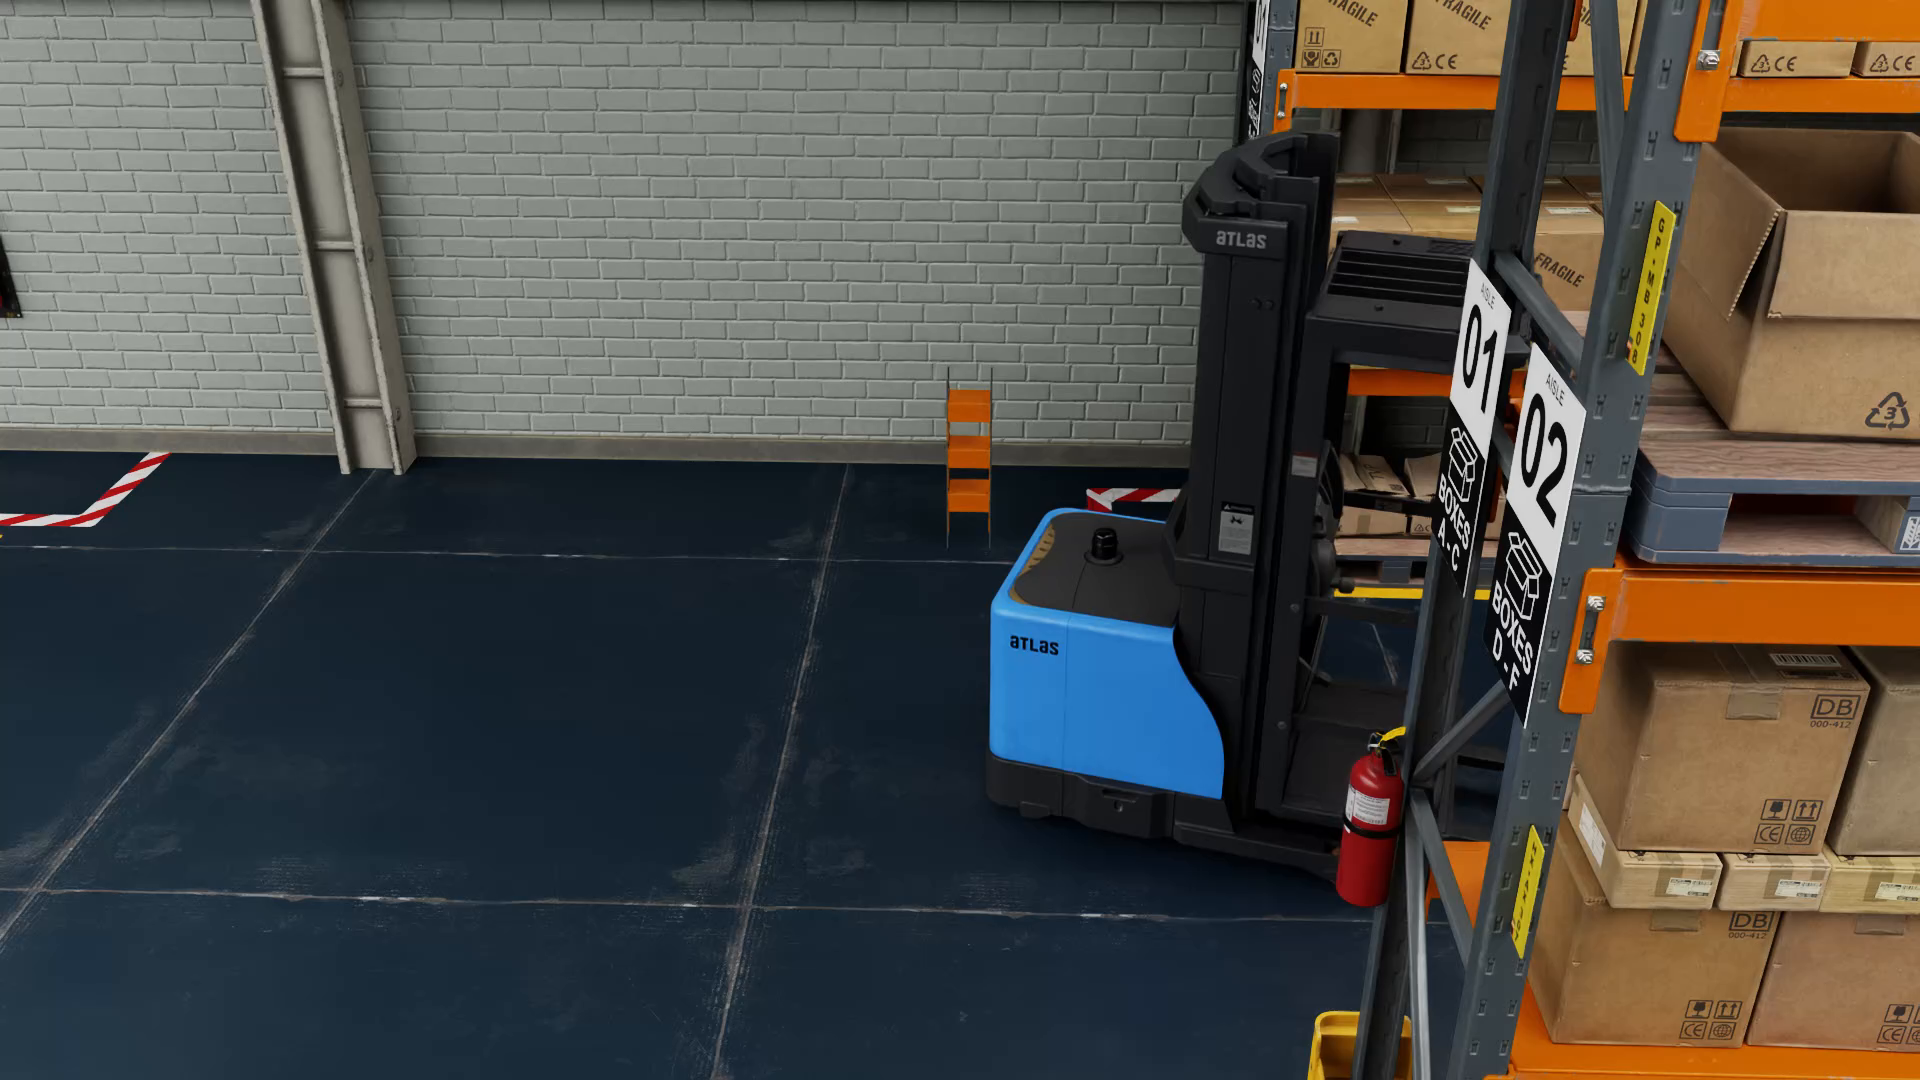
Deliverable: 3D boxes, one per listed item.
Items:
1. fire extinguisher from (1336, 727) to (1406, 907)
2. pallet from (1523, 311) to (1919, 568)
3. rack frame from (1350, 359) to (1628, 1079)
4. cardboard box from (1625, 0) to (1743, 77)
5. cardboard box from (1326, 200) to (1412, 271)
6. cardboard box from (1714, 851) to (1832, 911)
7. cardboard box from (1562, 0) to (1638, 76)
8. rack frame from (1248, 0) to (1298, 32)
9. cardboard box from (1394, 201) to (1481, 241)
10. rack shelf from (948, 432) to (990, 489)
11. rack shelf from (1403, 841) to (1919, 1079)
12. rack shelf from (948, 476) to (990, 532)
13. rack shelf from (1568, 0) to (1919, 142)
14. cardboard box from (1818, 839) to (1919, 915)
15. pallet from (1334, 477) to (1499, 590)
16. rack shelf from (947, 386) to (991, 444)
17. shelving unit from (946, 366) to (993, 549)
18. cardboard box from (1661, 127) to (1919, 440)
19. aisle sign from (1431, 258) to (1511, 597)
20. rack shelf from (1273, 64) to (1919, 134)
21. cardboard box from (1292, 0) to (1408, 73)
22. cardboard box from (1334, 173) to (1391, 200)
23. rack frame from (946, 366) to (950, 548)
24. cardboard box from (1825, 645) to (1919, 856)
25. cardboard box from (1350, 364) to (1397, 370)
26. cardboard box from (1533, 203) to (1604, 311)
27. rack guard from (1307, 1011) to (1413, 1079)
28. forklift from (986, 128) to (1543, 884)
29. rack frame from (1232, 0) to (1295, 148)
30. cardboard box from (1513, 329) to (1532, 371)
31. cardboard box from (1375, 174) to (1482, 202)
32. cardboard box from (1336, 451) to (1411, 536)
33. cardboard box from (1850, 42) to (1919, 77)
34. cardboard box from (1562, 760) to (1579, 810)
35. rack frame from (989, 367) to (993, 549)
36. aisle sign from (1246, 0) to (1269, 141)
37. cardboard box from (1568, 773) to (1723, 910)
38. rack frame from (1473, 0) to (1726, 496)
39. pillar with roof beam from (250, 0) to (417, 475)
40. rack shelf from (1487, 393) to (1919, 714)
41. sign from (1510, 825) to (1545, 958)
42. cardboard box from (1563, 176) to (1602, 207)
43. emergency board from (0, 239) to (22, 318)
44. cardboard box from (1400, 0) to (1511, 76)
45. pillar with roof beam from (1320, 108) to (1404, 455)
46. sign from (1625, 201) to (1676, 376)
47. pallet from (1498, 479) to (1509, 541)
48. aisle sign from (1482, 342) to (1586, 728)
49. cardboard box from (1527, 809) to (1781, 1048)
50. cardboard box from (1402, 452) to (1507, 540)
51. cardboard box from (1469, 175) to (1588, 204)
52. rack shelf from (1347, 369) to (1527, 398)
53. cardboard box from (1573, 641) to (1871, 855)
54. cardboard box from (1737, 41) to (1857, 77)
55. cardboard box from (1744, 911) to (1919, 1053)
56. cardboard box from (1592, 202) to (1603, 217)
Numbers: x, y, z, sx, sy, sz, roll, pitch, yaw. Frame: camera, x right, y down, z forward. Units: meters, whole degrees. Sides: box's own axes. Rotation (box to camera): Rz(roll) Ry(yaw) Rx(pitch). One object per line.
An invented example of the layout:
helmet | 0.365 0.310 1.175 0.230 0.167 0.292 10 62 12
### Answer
fire extinguisher | 1.272 0.811 5.099 0.183 0.674 0.296 1 28 2
pallet | 2.080 -0.266 3.941 1.213 0.211 1.003 1 28 2
rack frame | 1.374 0.997 4.667 0.127 3.000 1.000 1 28 2
cardboard box | 3.461 -2.547 8.021 0.500 0.500 0.500 3 28 5
cardboard box | 2.012 -1.448 8.616 0.500 0.500 0.500 1 28 2
cardboard box | 2.023 0.776 4.284 0.250 0.149 0.380 0 28 0
cardboard box | 2.925 -2.546 8.019 0.500 0.500 0.500 2 28 4
rack frame | 1.545 -3.973 7.636 0.127 3.000 1.000 1 28 2
cardboard box | 2.505 -1.435 8.592 0.500 0.500 0.500 1 28 2
rack shelf | 0.053 -0.454 9.507 0.240 0.259 0.215 1 28 2
rack shelf | 3.373 1.347 4.774 4.000 0.370 1.077 1 28 2
rack shelf | 0.053 -0.208 9.638 0.240 0.259 0.215 1 28 2
rack shelf | 3.373 -1.126 3.462 4.000 0.370 1.077 1 28 2
cardboard box | 2.272 0.781 4.275 0.250 0.149 0.380 1 28 2
pallet | 2.432 -0.059 9.636 1.213 0.211 1.003 1 28 2
rack shelf | 0.053 -0.704 9.374 0.240 0.259 0.215 1 28 2
shelving unit | 0.053 -0.463 9.502 0.252 1.050 0.215 1 28 2
cardboard box | 1.948 -0.610 3.788 0.637 0.503 0.797 3 28 5
aisle sign | 1.319 -0.291 4.320 0.004 0.787 0.394 1 28 2
rack shelf | 3.544 -2.297 8.445 4.000 0.370 1.077 1 28 2
cardboard box | 1.871 -2.578 8.080 0.500 0.500 0.500 2 28 3
cardboard box | 2.024 -1.688 9.069 0.500 0.500 0.500 1 28 1
rack frame | -0.068 -0.465 9.506 0.008 1.050 0.200 1 28 2
cardboard box | 2.419 0.400 4.301 0.500 0.500 0.700 0 28 0
cardboard box | 2.022 -1.108 8.776 0.500 0.250 0.500 0 28 0
cardboard box | 3.021 -1.423 8.570 0.500 0.500 0.500 0 28 0
rack guard | 1.350 2.101 5.254 0.348 0.500 1.175 1 28 2
forklift | 1.691 -0.087 6.784 3.031 2.935 1.130 9 29 16
rack frame | 1.545 -1.322 9.042 0.127 3.000 1.000 1 28 2
cardboard box | 3.050 -1.095 8.752 0.500 0.250 0.500 1 28 1
cardboard box | 2.527 -1.675 9.045 0.500 0.500 0.500 1 28 2
cardboard box | 2.234 -0.275 9.467 0.500 0.311 0.500 -2 28 -4
cardboard box | 4.524 -2.541 8.011 0.500 0.500 0.500 -1 28 -3
cardboard box | 1.763 0.583 4.648 0.250 0.149 0.380 0 28 1
rack frame | 0.175 -0.461 9.499 0.008 1.050 0.200 1 28 2
aisle sign | 1.463 -2.332 8.170 0.004 0.787 0.394 1 28 2
cardboard box | 1.759 0.773 4.290 0.250 0.149 0.380 1 28 1
rack frame | 1.374 -1.654 3.262 0.127 3.000 1.000 1 28 2
pillar with roof beam | -3.873 -2.450 4.764 0.400 9.000 9.100 1 28 2
rack shelf | 3.373 0.022 4.071 4.000 0.370 1.077 1 28 2
sign | 1.349 0.839 3.956 0.005 0.325 0.100 1 28 2
cardboard box | 3.547 -1.660 9.017 0.500 0.500 0.500 1 28 2
emergency board | -6.189 -1.873 10.081 0.643 1.169 0.194 1 28 2
cardboard box | 2.406 -2.552 8.031 0.500 0.500 0.500 3 28 5
pillar with roof beam | 2.123 -2.351 4.577 0.400 9.000 9.100 1 28 2
sign | 1.349 -0.490 3.252 0.005 0.325 0.100 1 28 2
pallet | 3.648 -0.037 9.595 1.213 0.211 1.003 1 28 2
aisle sign | 1.298 -0.010 3.790 0.004 0.787 0.394 1 28 2
cardboard box | 1.840 0.966 4.618 0.500 0.500 0.700 1 28 2
cardboard box | 2.803 -0.266 9.449 0.500 0.311 0.500 3 28 6
cardboard box | 3.043 -1.668 9.033 0.500 0.500 0.500 0 28 0
rack shelf | 3.544 -0.971 9.148 4.000 0.370 1.077 1 28 2
cardboard box | 1.893 0.394 4.313 0.500 0.500 0.700 1 28 2
cardboard box | 3.969 -2.533 7.995 0.500 0.500 0.500 0 28 0
cardboard box | 2.365 0.973 4.606 0.500 0.500 0.700 2 28 3
cardboard box | 3.538 -1.420 8.565 0.500 0.500 0.500 2 28 3
